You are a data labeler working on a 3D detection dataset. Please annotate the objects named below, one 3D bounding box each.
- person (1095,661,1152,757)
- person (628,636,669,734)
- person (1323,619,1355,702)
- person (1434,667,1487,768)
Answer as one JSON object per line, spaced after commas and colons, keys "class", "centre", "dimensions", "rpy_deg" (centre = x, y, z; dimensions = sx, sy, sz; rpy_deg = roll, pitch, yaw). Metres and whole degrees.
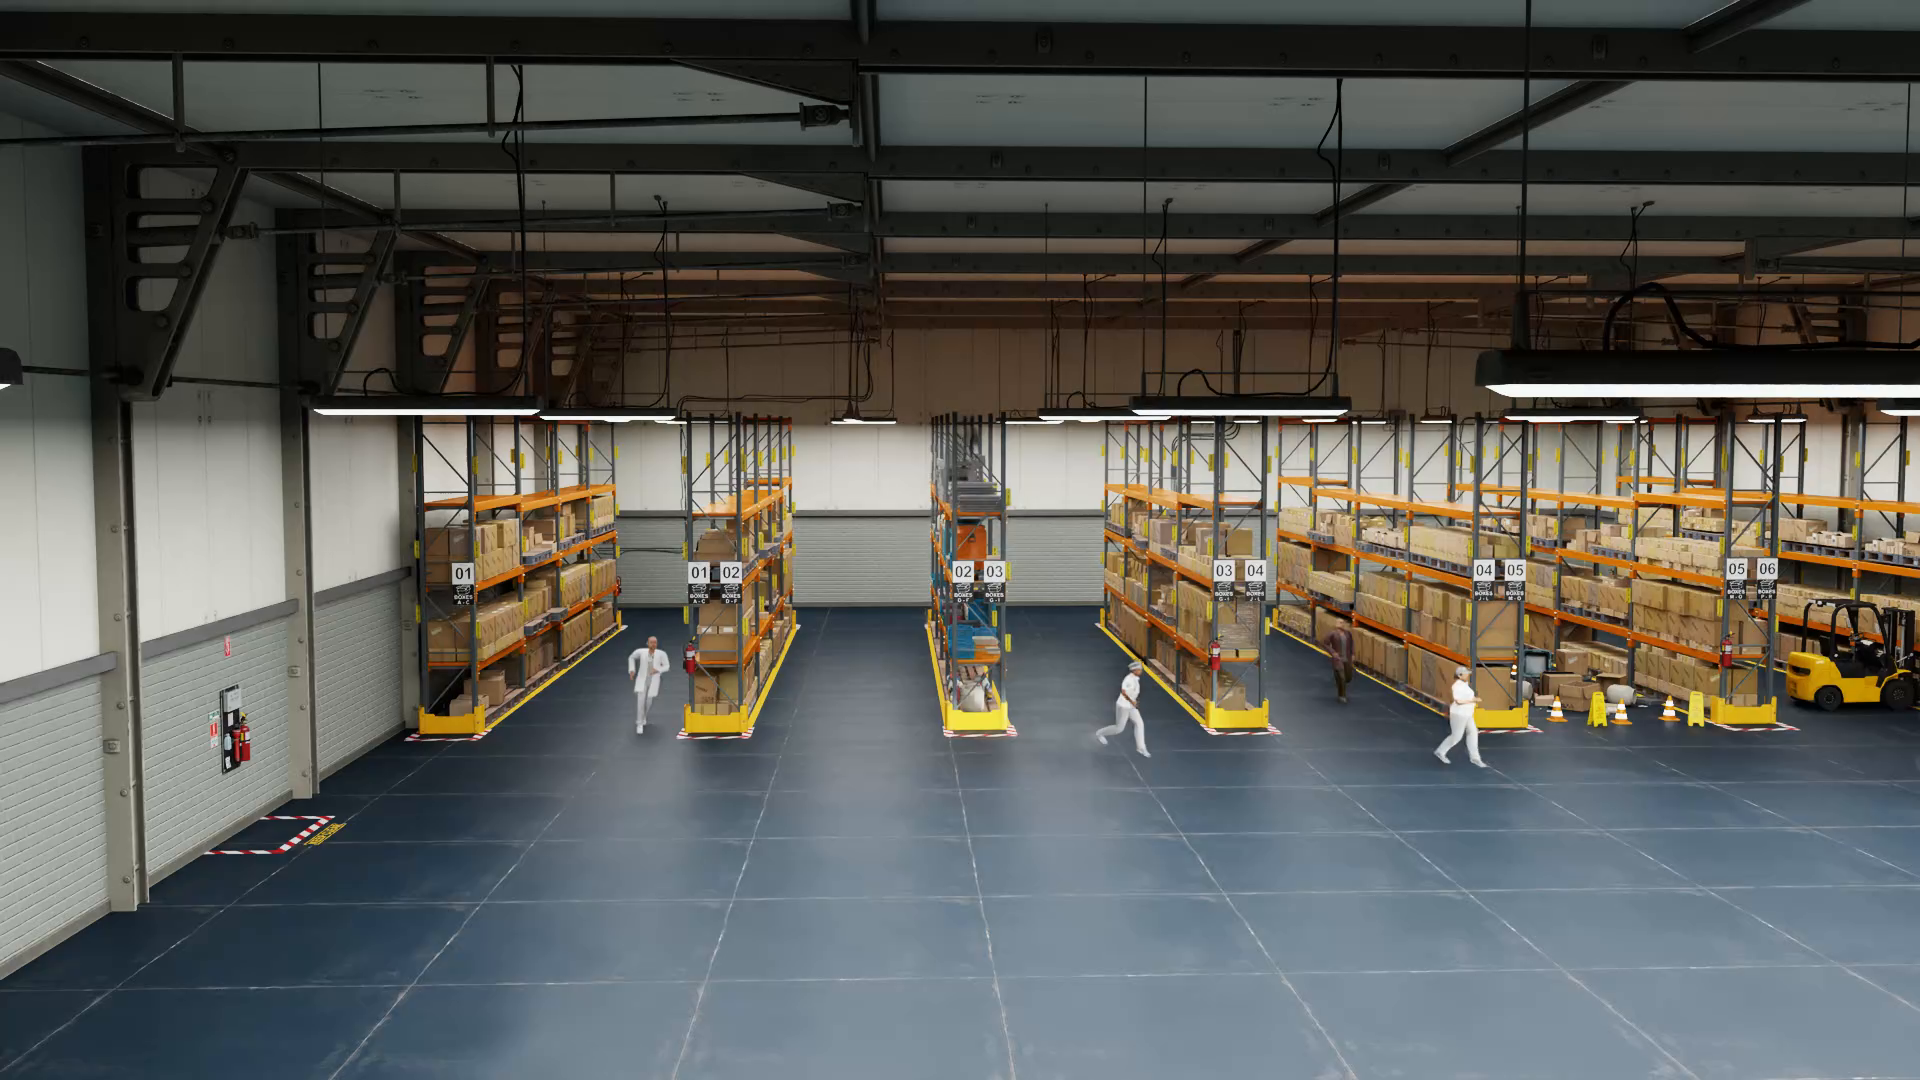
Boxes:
{"class": "person", "centre": [2.865, 2.935, 29.036], "dimensions": [1.037, 1.689, 0.577], "rpy_deg": [2, 4, 26]}
{"class": "person", "centre": [-5.875, 2.799, 31.439], "dimensions": [0.753, 1.580, 1.029], "rpy_deg": [-1, 4, -16]}
{"class": "person", "centre": [7.966, 2.598, 34.888], "dimensions": [0.707, 1.528, 0.717], "rpy_deg": [-1, 4, -19]}
{"class": "person", "centre": [8.432, 2.969, 27.965], "dimensions": [0.858, 1.689, 0.597], "rpy_deg": [3, 5, 33]}
